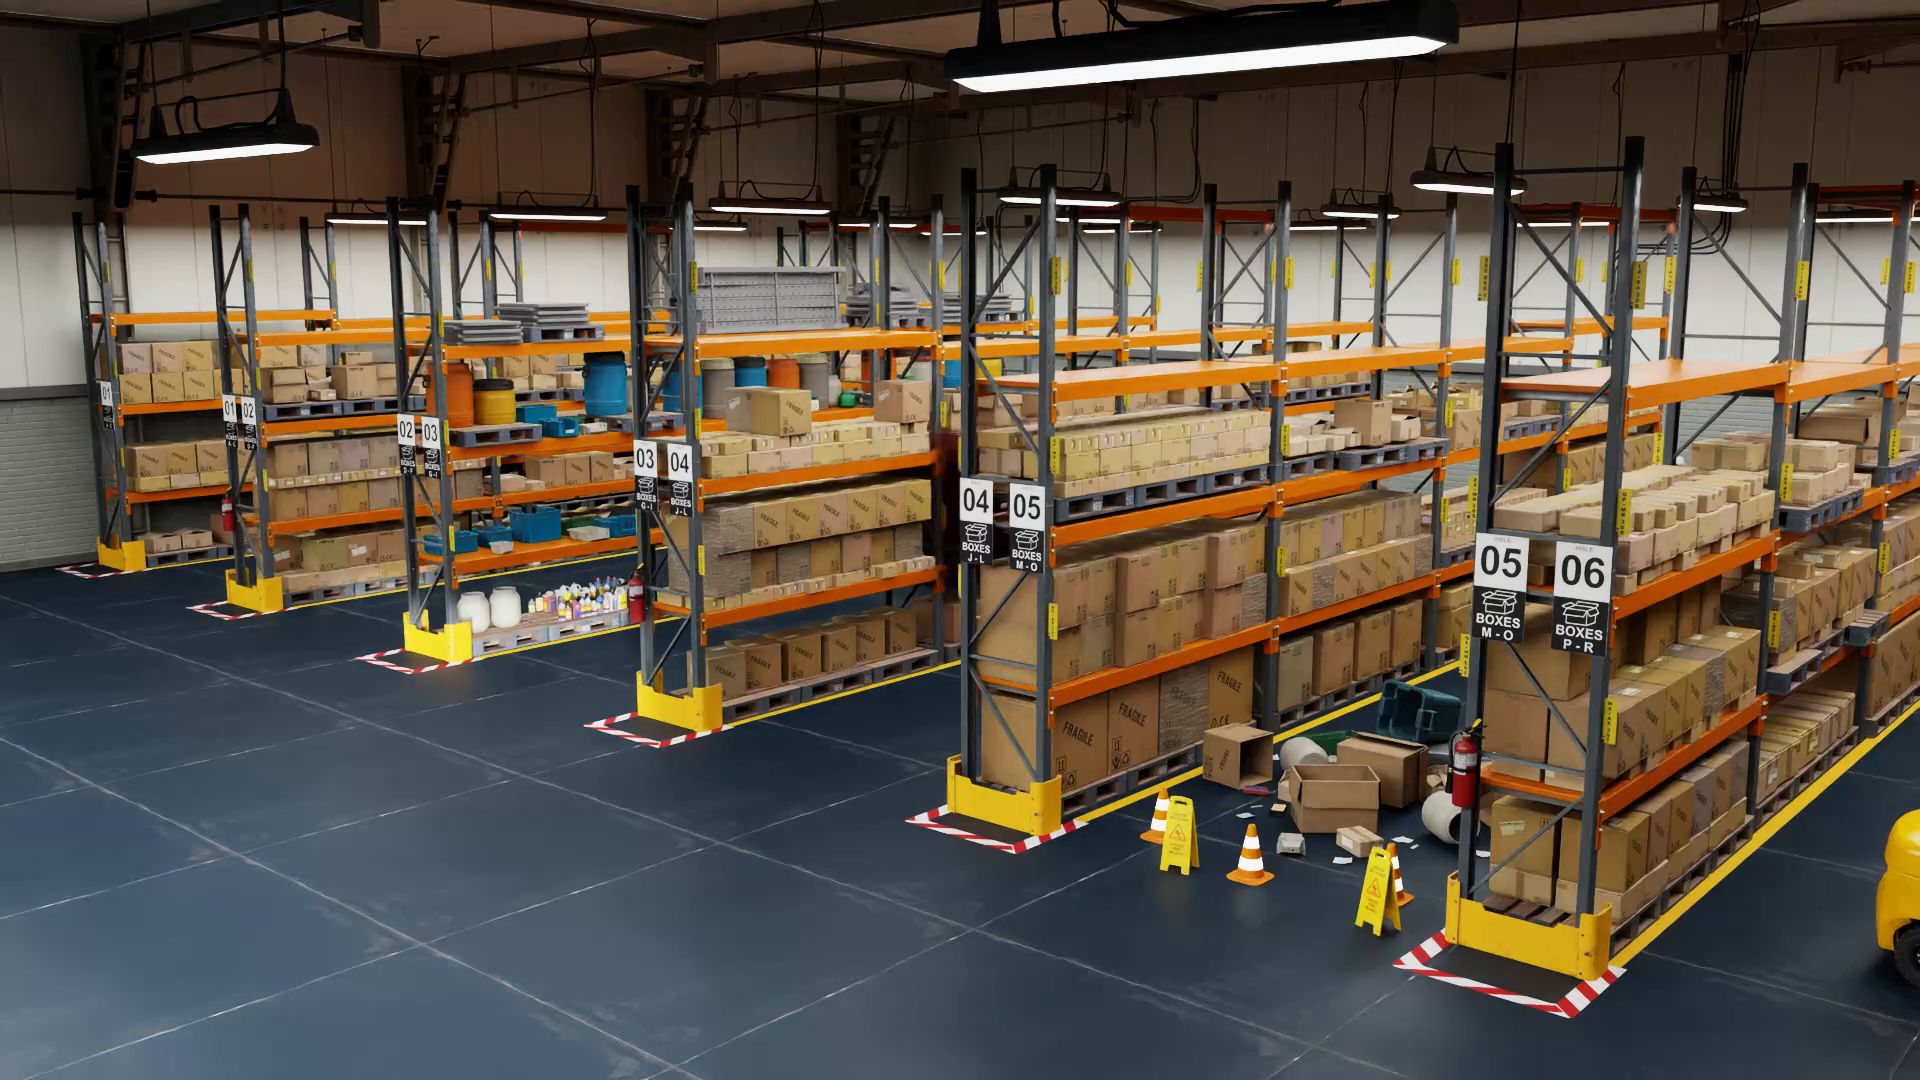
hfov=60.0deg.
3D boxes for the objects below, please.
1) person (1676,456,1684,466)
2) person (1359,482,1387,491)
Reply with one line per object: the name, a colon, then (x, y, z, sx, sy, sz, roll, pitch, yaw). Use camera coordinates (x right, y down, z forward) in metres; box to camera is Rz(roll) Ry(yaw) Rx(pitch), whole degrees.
person: (12.948, -0.652, 29.936, 0.996, 1.731, 0.536, 6, 11, 30)
person: (6.857, -0.334, 27.888, 0.613, 1.718, 1.112, 7, 12, 36)
